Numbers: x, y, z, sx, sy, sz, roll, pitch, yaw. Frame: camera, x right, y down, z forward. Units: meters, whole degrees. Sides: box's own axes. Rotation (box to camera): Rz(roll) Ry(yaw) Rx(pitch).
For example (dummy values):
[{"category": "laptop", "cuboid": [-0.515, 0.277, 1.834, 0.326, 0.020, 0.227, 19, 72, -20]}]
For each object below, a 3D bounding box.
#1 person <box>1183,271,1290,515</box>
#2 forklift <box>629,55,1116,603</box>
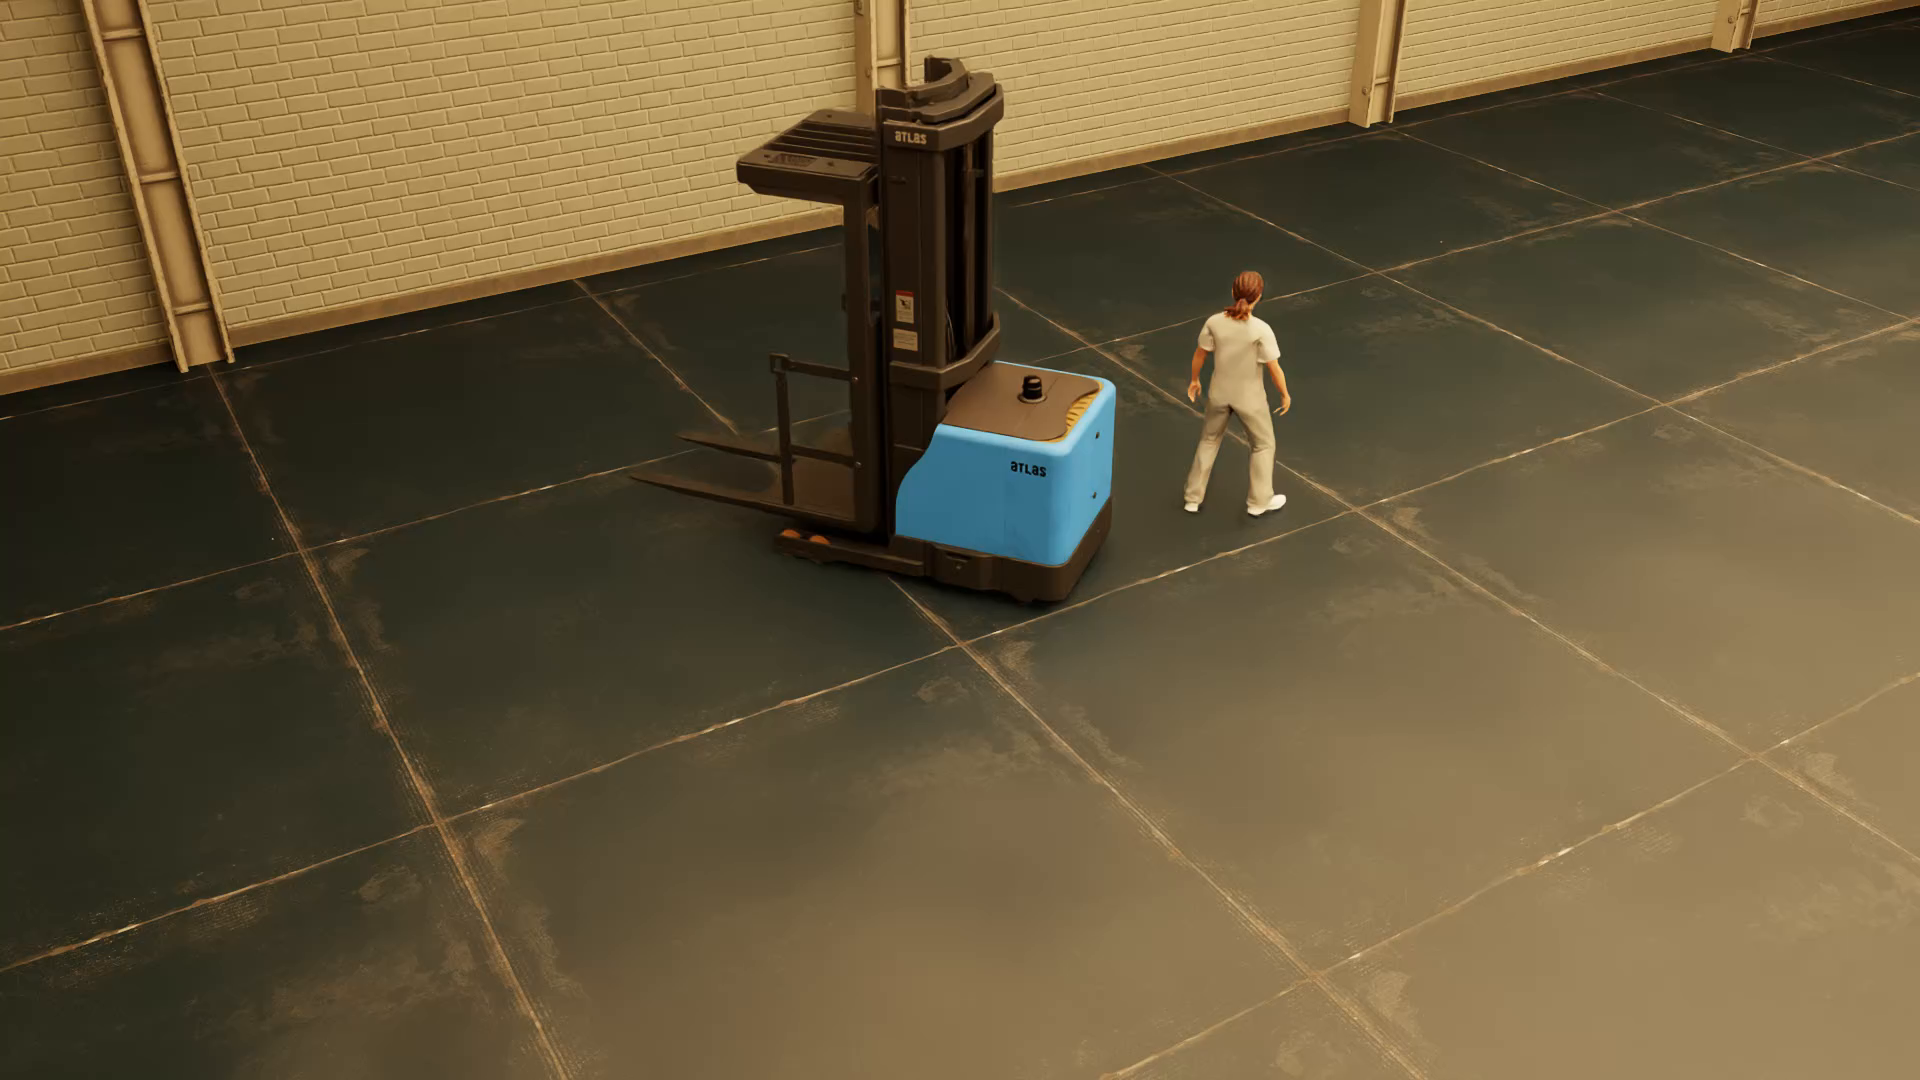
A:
[{"category": "person", "cuboid": [1.756, -0.921, 10.434, 0.648, 1.670, 0.509, 17, 35, 26]}, {"category": "forklift", "cuboid": [-0.618, -1.355, 9.910, 3.031, 2.935, 1.130, 12, 33, 18]}]
